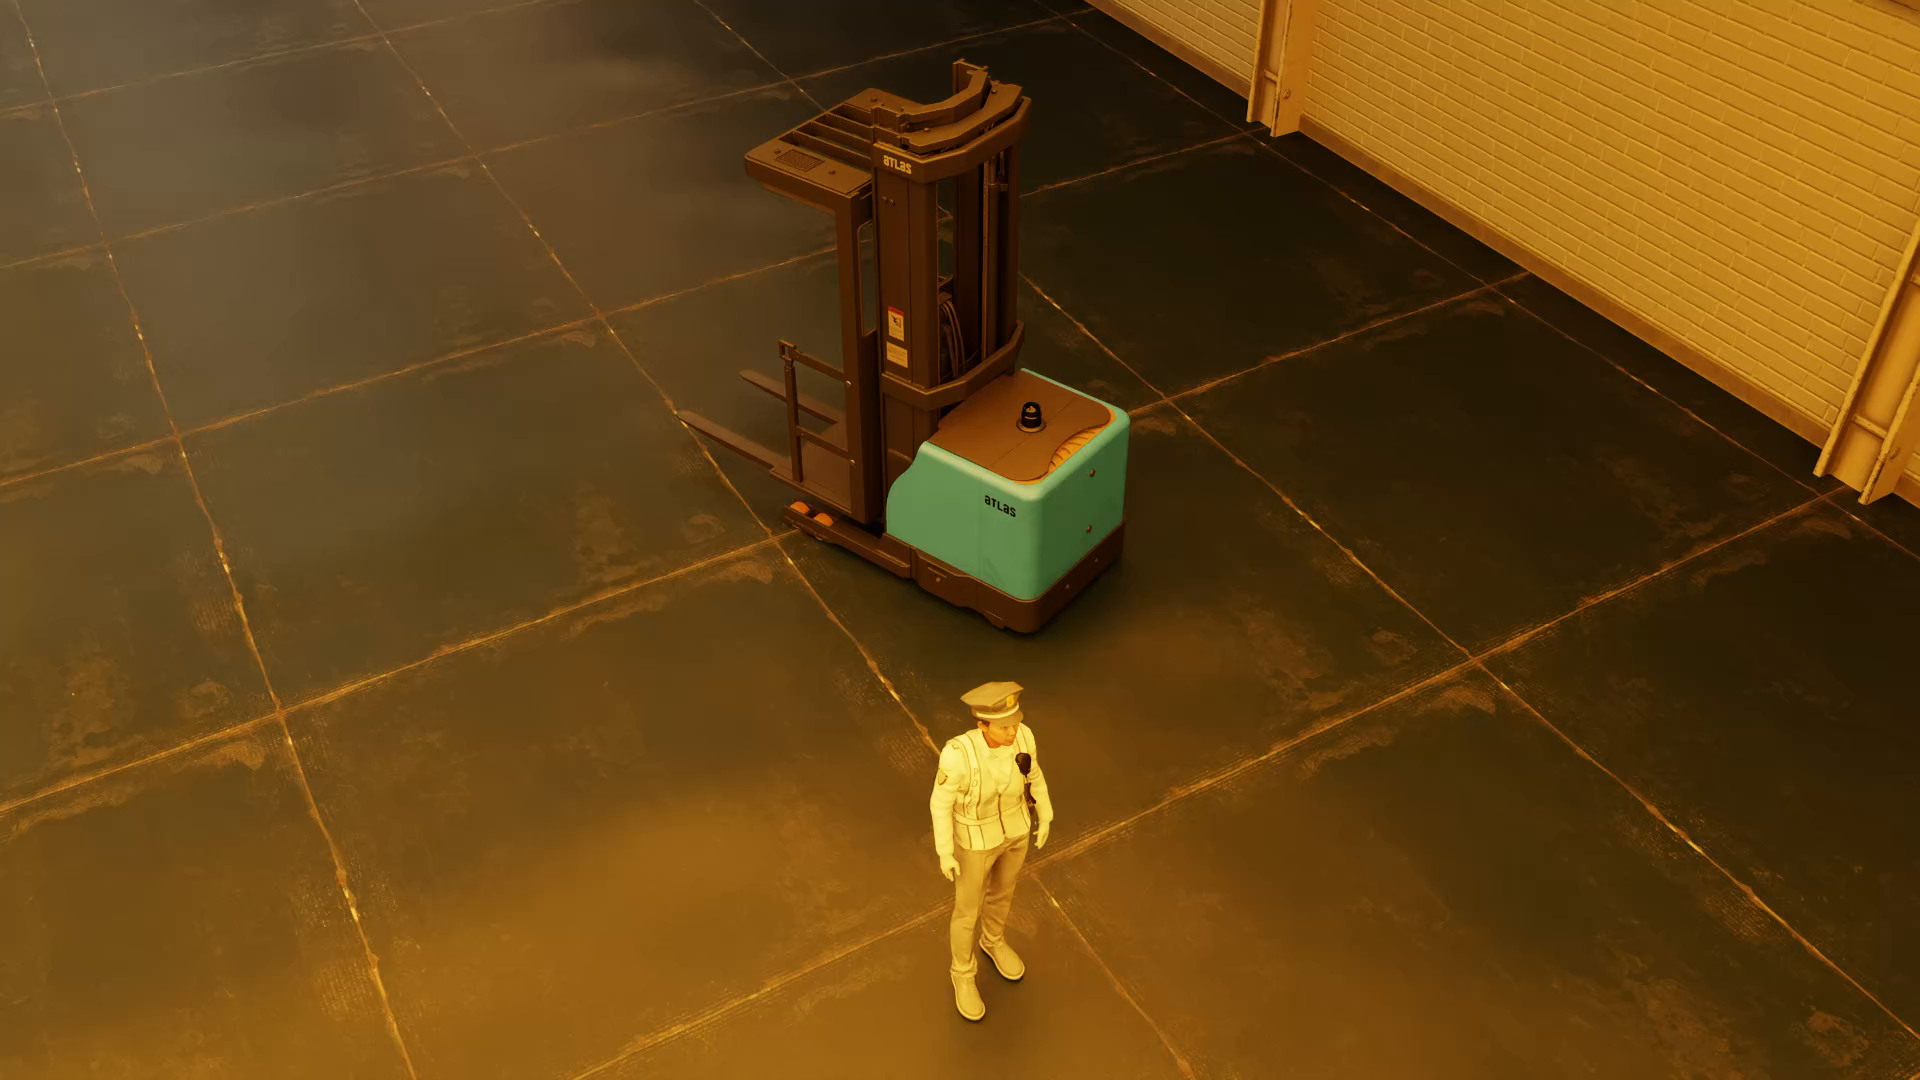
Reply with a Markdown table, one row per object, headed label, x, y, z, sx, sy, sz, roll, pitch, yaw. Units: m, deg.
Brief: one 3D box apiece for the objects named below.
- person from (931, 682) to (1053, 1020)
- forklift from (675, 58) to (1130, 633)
| label | x | y | z | sx | sy | sz | roll | pitch | yaw |
| --- | --- | --- | --- | --- | --- | --- | --- | --- | --- |
| person | 0.172 | 1.343 | 7.374 | 0.588 | 1.694 | 0.530 | -19 | 43 | -21 |
| forklift | -0.481 | -1.366 | 9.683 | 3.031 | 2.935 | 1.130 | 26 | 46 | 28 |
